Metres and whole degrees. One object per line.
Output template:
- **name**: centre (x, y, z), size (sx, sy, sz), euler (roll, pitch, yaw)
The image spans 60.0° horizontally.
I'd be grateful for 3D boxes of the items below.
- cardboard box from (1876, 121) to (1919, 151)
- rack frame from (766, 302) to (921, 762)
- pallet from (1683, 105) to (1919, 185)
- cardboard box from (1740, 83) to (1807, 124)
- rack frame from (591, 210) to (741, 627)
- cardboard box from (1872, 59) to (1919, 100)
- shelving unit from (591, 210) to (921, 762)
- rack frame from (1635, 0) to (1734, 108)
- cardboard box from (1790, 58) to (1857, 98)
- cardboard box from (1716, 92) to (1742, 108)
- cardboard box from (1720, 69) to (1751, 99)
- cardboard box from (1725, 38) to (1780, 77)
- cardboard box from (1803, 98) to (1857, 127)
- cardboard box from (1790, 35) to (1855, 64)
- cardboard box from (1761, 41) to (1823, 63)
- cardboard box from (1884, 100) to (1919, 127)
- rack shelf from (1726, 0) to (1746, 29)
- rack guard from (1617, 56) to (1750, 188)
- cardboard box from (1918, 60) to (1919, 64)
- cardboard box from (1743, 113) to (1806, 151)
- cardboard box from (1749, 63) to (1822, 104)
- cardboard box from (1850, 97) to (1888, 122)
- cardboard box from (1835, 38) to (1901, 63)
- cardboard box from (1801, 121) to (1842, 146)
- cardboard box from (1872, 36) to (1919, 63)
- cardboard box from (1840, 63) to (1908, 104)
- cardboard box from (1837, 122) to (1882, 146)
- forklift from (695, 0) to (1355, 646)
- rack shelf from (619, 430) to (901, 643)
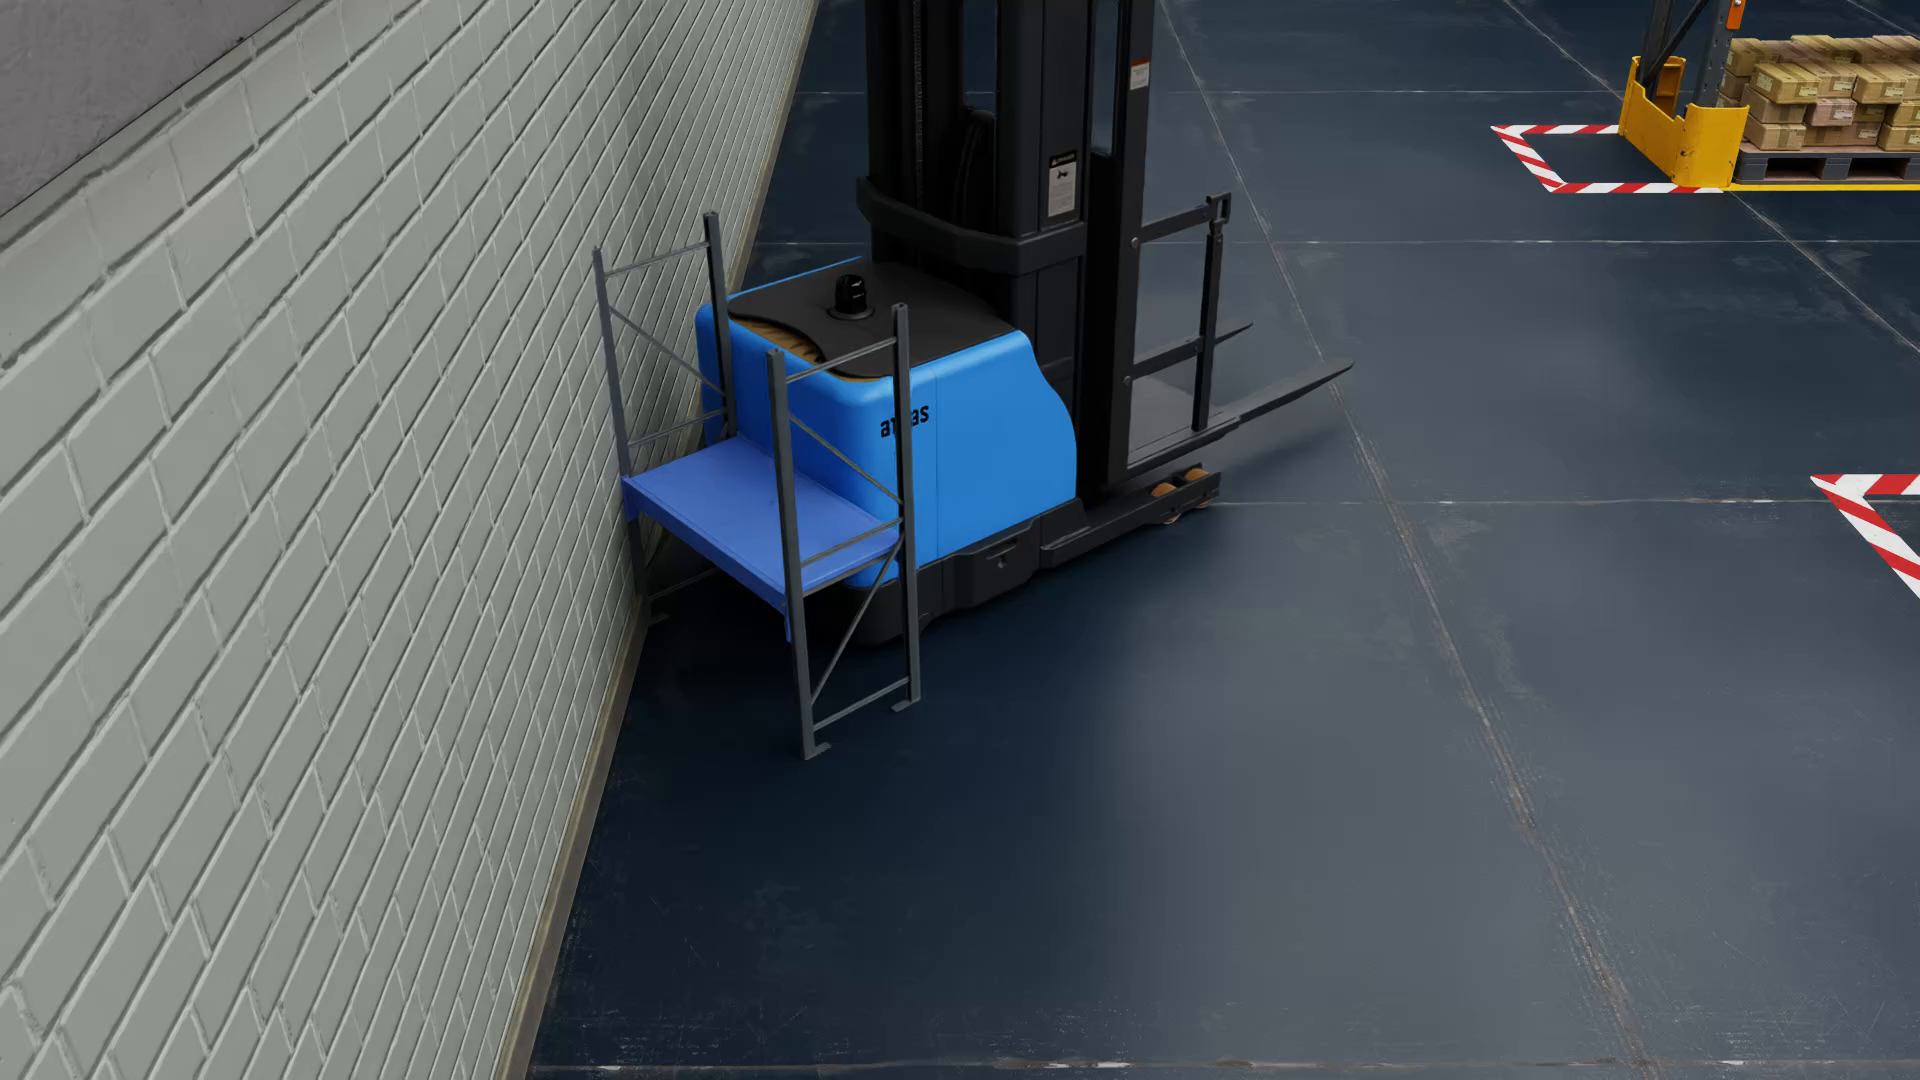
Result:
- **cardboard box**: centre (5.866, -2.571, 10.439), size (0.250, 0.149, 0.380), euler (0, 31, 0)
- **rack frame**: centre (-0.346, 0.010, 5.277), size (0.500, 1.500, 0.032), euler (-25, 40, -33)
- **pallet**: centre (5.463, -2.575, 10.791), size (1.213, 0.211, 1.003), euler (0, 31, 0)
- **cardboard box**: centre (5.100, -2.740, 10.430), size (0.250, 0.149, 0.380), euler (1, 31, 2)
- **rack frame**: centre (-1.011, -0.397, 5.930), size (0.500, 1.500, 0.032), euler (-25, 40, -33)
- **cardboard box**: centre (5.876, -2.865, 10.350), size (0.250, 0.149, 0.380), euler (-2, 31, -3)
- **shelving unit**: centre (-0.678, -0.193, 5.603), size (0.538, 1.500, 1.048), euler (-25, 40, -33)
- **rack frame**: centre (4.574, -3.783, 10.094), size (0.127, 3.000, 1.000), euler (0, 31, 0)
- **cardboard box**: centre (5.375, -2.887, 10.386), size (0.250, 0.149, 0.380), euler (0, 31, 1)
- **cardboard box**: centre (5.100, -2.854, 10.905), size (0.250, 0.149, 0.380), euler (0, 31, 1)
- **cardboard box**: centre (5.100, -3.021, 10.894), size (0.250, 0.149, 0.380), euler (-1, 31, -2)
- **cardboard box**: centre (5.102, -3.131, 10.789), size (0.250, 0.149, 0.380), euler (0, 31, 0)
- **cardboard box**: centre (5.374, -2.711, 10.384), size (0.250, 0.149, 0.380), euler (0, 31, -1)
- **cardboard box**: centre (5.612, -3.169, 10.852), size (0.250, 0.149, 0.380), euler (-1, 31, -1)
- **cardboard box**: centre (5.354, -3.102, 10.742), size (0.250, 0.149, 0.380), euler (0, 31, 1)
- **cardboard box**: centre (5.875, -2.702, 10.369), size (0.250, 0.149, 0.380), euler (1, 31, 1)
- **rack shelf**: centre (6.574, -3.482, 10.291), size (4.000, 0.370, 1.077), euler (0, 31, 0)
- **rack guard**: centre (4.650, -2.715, 10.742), size (0.348, 0.500, 1.175), euler (0, 31, 0)
- **cardboard box**: centre (6.153, -2.861, 10.344), size (0.250, 0.149, 0.380), euler (1, 31, 2)
- **cardboard box**: centre (5.100, -2.580, 10.453), size (0.250, 0.149, 0.380), euler (0, 31, 1)
- **cardboard box**: centre (5.100, -2.824, 10.282), size (0.250, 0.149, 0.380), euler (-2, 31, -3)
- **cardboard box**: centre (5.618, -2.758, 10.460), size (0.250, 0.149, 0.380), euler (0, 31, 0)
- **cardboard box**: centre (5.871, -3.137, 10.799), size (0.250, 0.149, 0.380), euler (-1, 31, -2)
- **cardboard box**: centre (5.361, -2.623, 10.525), size (0.250, 0.149, 0.380), euler (0, 31, 0)
- **cardboard box**: centre (6.140, -3.167, 10.848), size (0.250, 0.149, 0.380), euler (1, 31, 2)
- **cardboard box**: centre (5.628, -2.821, 10.278), size (0.250, 0.149, 0.380), euler (0, 31, 0)
- **cardboard box**: centre (5.610, -2.627, 10.532), size (0.250, 0.149, 0.380), euler (0, 31, 0)
- **forklift**: centre (0.457, -1.505, 6.405), size (3.031, 2.935, 1.130), euler (-24, 39, -34)
- **rack shelf**: centre (-0.676, -0.042, 5.700), size (0.538, 0.185, 1.000), euler (-25, 40, -33)
